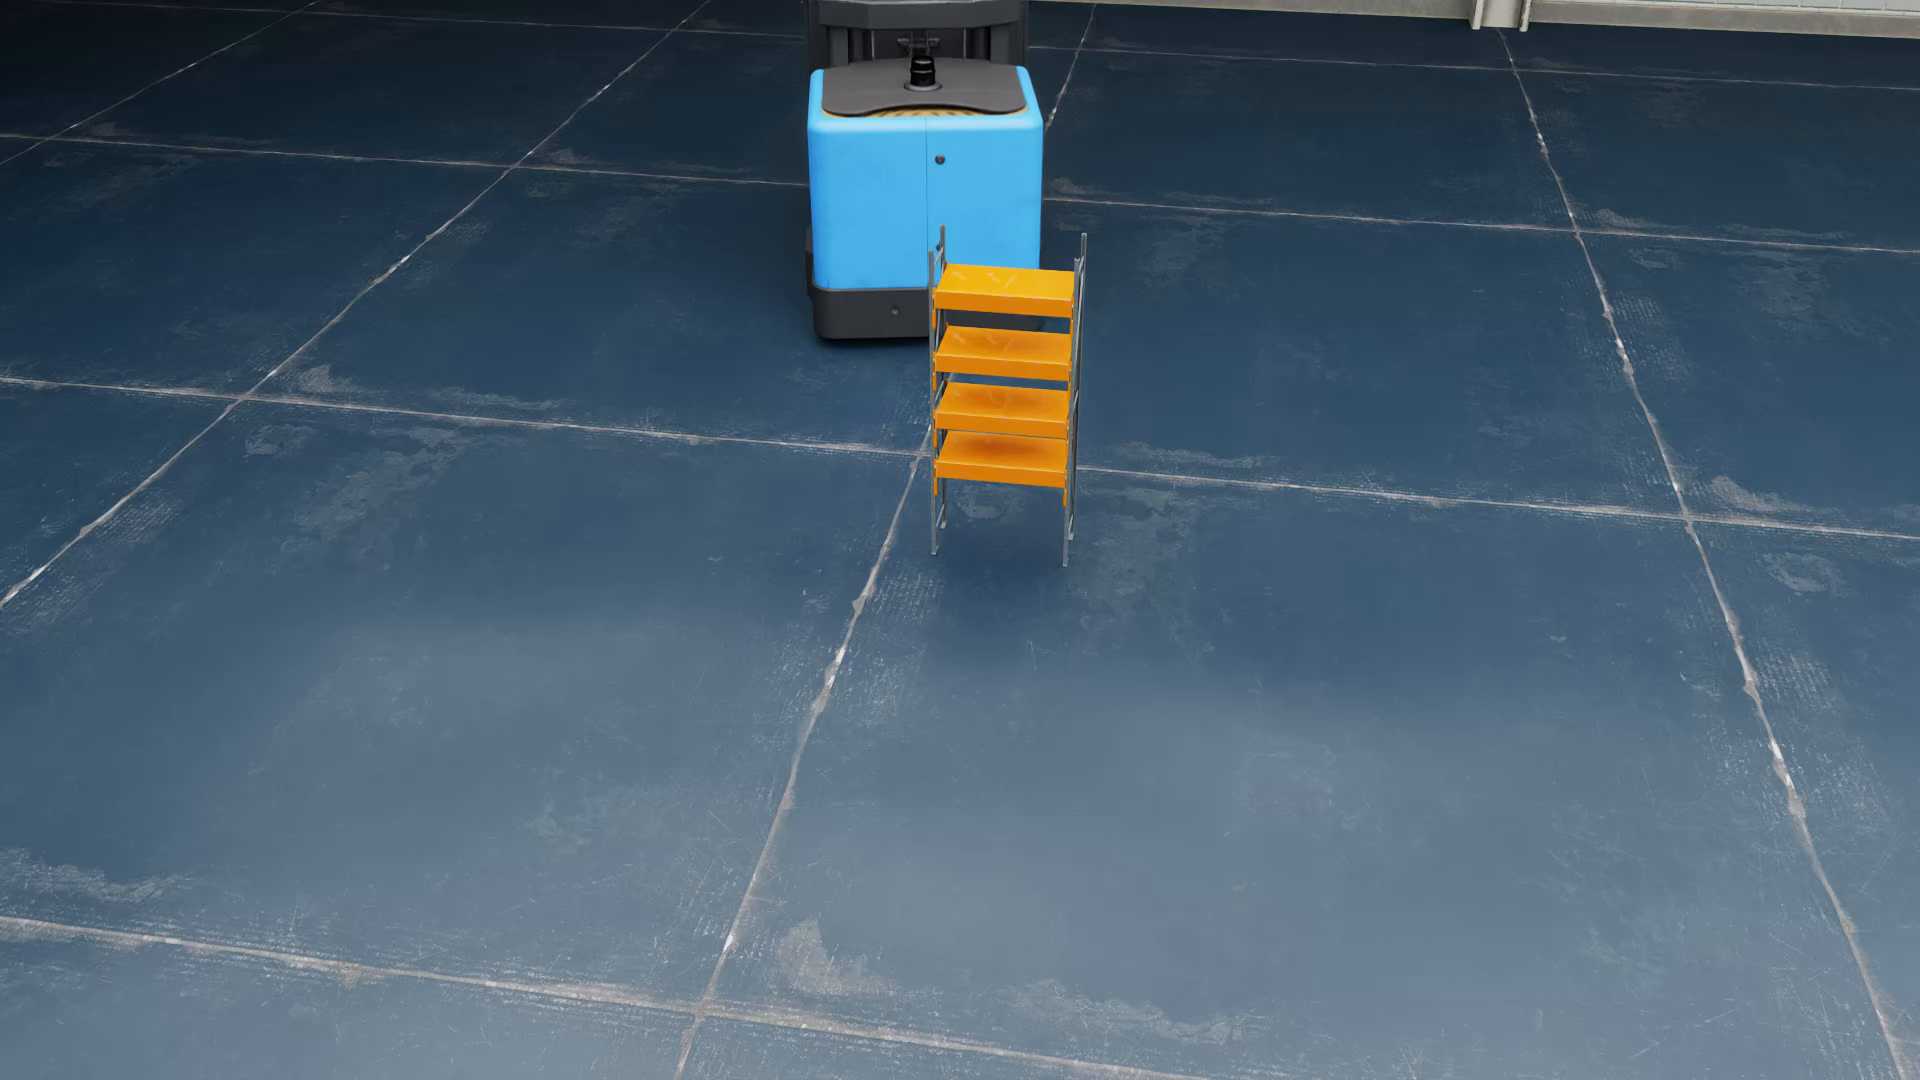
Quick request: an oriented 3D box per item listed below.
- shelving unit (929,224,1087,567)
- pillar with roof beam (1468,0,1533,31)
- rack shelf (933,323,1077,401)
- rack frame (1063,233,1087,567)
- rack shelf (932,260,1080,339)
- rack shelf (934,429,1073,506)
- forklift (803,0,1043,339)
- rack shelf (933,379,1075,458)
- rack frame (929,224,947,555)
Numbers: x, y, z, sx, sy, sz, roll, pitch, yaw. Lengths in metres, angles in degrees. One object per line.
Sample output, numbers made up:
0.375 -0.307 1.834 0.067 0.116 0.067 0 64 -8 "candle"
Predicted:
0.163 -0.494 5.908 0.503 1.200 0.258 5 32 8 "shelving unit"
3.277 -5.400 6.396 0.400 9.000 9.100 5 32 8 "pillar with roof beam"
0.163 -0.626 5.825 0.480 0.148 0.258 5 32 8 "rack shelf"
0.404 -0.472 5.873 0.015 1.200 0.240 5 32 8 "rack frame"
0.163 -0.827 5.700 0.480 0.148 0.258 5 32 8 "rack shelf"
0.163 -0.268 6.049 0.480 0.148 0.258 5 32 8 "rack shelf"
-0.227 -2.912 8.140 1.130 2.935 3.031 -2 32 -3 "forklift"
0.163 -0.437 5.944 0.480 0.148 0.258 5 32 8 "rack shelf"
-0.077 -0.516 5.943 0.015 1.200 0.240 5 32 8 "rack frame"
